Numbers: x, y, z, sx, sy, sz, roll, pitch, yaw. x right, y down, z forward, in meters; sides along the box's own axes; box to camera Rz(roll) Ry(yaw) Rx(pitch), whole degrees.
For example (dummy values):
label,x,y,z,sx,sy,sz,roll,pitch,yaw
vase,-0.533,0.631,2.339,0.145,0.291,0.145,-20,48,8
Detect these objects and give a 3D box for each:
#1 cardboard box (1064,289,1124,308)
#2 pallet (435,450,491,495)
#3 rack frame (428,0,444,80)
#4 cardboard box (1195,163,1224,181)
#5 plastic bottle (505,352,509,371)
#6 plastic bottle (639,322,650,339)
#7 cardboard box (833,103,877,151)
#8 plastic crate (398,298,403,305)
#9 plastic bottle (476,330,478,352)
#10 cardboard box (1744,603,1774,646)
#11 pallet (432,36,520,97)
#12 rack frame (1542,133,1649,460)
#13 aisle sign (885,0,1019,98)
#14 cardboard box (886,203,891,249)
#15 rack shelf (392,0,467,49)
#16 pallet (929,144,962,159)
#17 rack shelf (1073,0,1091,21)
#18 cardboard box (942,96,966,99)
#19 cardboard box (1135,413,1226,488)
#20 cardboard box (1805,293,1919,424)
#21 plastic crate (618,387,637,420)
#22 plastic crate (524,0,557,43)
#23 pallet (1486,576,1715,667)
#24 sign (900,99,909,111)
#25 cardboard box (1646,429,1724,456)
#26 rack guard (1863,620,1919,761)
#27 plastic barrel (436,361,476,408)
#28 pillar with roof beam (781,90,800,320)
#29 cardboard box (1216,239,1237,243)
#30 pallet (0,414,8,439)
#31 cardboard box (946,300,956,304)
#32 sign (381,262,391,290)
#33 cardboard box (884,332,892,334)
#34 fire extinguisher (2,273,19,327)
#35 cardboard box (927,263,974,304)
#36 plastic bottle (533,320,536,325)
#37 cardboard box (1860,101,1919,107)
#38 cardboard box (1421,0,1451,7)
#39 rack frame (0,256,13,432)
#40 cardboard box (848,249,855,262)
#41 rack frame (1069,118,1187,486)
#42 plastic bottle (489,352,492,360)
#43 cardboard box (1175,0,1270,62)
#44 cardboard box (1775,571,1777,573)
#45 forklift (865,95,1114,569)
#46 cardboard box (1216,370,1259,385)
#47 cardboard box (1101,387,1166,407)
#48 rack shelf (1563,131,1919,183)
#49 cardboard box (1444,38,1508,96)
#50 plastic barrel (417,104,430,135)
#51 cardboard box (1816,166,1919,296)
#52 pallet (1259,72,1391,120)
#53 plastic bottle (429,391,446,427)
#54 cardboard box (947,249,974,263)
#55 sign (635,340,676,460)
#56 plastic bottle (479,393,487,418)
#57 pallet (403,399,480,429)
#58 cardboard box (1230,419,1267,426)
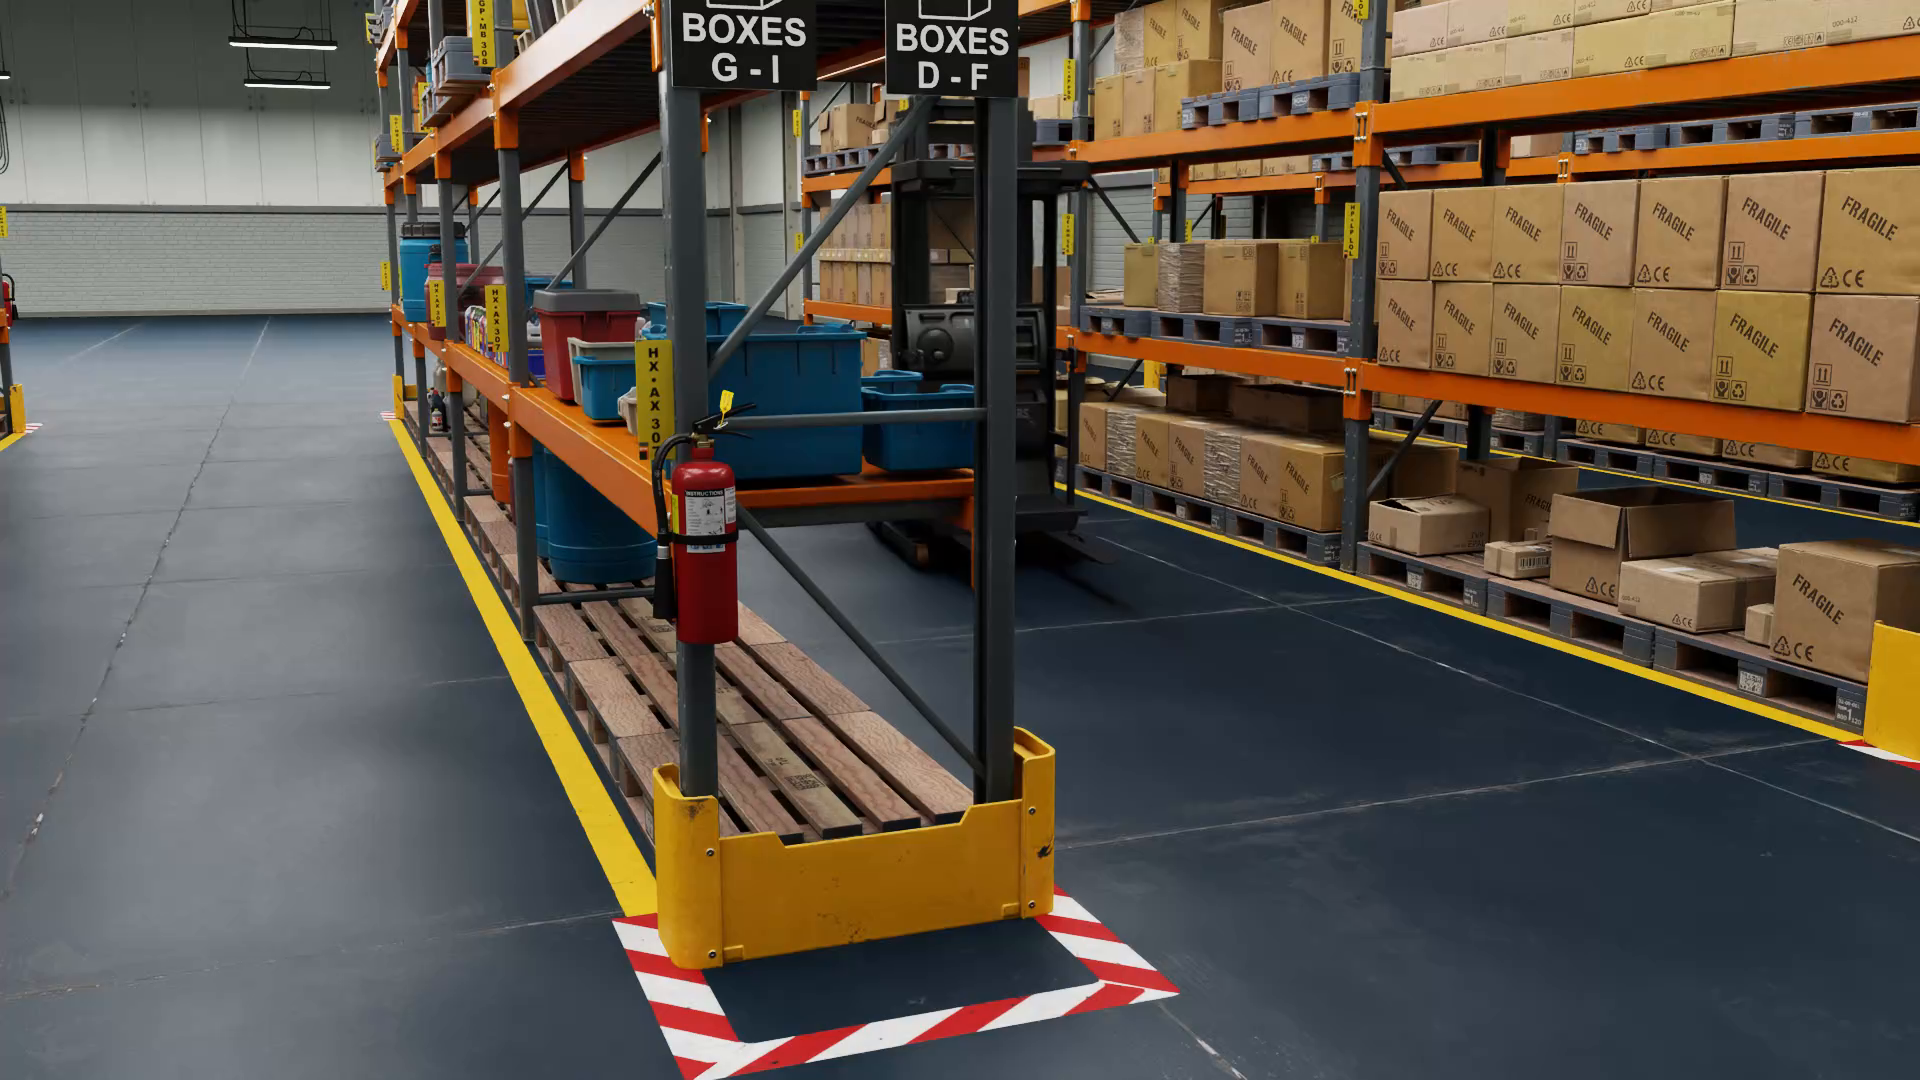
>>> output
label,x,y,z,sx,sy,sz,roll,pitch,yaw
cardboard box,1.253,-2.072,14.757,0.500,0.311,0.500,-4,11,-22
pallet,-3.905,-0.599,14.182,1.003,0.211,1.213,-4,11,-21
rack frame,-3.222,-4.597,11.570,1.000,3.000,0.127,-4,11,-21
cardboard box,3.354,-4.869,21.322,0.500,0.500,0.500,-3,11,-18
plastic bottle,-2.477,-1.126,9.326,0.144,0.351,0.185,-4,11,-21
plastic bottle,-1.718,-1.089,9.333,0.152,0.276,0.135,-4,11,-21
cardboard box,-1.156,-4.777,19.259,0.500,0.500,0.500,-4,11,-21
plastic crate,-6.096,-2.653,18.524,0.298,0.136,0.250,-4,11,-21
plastic bottle,-3.134,-1.337,10.938,0.097,0.201,0.097,0,10,0
cardboard box,3.806,0.382,7.543,0.380,0.166,0.250,-4,11,-21
pallet,-2.147,-2.496,8.864,1.213,0.211,1.003,-4,11,-21
rack frame,6.012,-2.272,15.630,1.000,3.000,0.127,-4,11,-21
aisle sign,-0.020,-1.625,4.567,0.394,0.787,0.004,-4,11,-21
cardboard box,-0.404,-3.453,18.276,0.700,0.500,0.500,-4,11,-21
rack shelf,-3.947,-4.373,13.504,1.077,0.370,4.000,-4,11,-21
pallet,0.278,-3.850,16.479,0.805,0.209,1.217,-4,11,-23
rack shelf,2.121,-4.034,11.597,1.077,0.370,4.000,-4,11,-21
cardboard box,0.133,-4.486,16.598,0.500,0.500,0.500,-4,11,-20
cardboard box,1.667,-0.684,12.580,0.500,0.500,0.500,-4,11,-22
cardboard box,3.879,-0.757,6.824,0.500,0.500,0.500,-4,11,-19
plastic crate,-1.127,-0.499,6.239,0.298,0.136,0.250,-4,11,-21
plastic crate,-1.578,-2.183,6.936,0.497,0.269,0.590,-4,11,-21
pallet,3.540,0.380,8.681,1.003,0.211,1.213,-4,11,-21
sign,-0.570,-4.345,17.016,0.100,0.325,0.005,-4,11,-21
cardboard box,6.468,-1.149,14.254,0.750,0.750,0.750,-4,11,-21
rack guard,4.268,0.567,6.807,1.175,0.500,0.348,-4,11,-21
plastic barrel,-5.629,-1.747,18.581,0.421,0.512,0.421,0,10,0
pillar with roof beam,-8.537,-10.117,42.599,9.100,9.000,0.548,-4,11,-21
cardboard box,3.555,-3.537,20.969,0.500,0.500,0.500,-4,11,-19
pallet,-10.448,-1.115,17.086,1.003,0.211,1.213,-4,11,-21
cardboard box,0.077,-2.329,16.666,0.380,0.149,0.250,-4,11,-21
sign,-6.635,-3.052,19.220,0.100,0.325,0.005,-4,11,-21
cardboard box,-0.655,-2.255,20.041,0.500,0.500,0.500,-4,11,-21
fire extinguisher,-10.349,-2.645,17.946,0.296,0.674,0.183,-4,11,-21
cardboard box,-0.220,-2.732,17.926,0.700,0.500,0.500,-4,11,-22
plastic bottle,-2.422,-1.124,9.542,0.097,0.271,0.097,0,10,0
cardboard box,7.245,-3.513,12.497,0.700,0.500,0.500,-5,11,-24
cardboard box,3.058,-3.246,9.397,0.700,0.500,0.500,-4,11,-21
rack frame,-10.737,-2.635,17.670,1.000,3.000,0.127,-4,11,-21
cardboard box,-1.093,-3.344,19.517,0.380,0.149,0.250,-4,11,-22
rack frame,1.396,-1.957,13.860,1.000,3.000,0.127,-4,11,-21
plastic bottle,-2.810,-1.276,10.167,0.144,0.351,0.185,-4,11,-21
cardboard box,1.918,-3.738,12.162,0.500,0.500,0.500,-4,11,-21
cardboard box,4.181,0.297,7.780,0.500,0.250,0.500,-4,11,-21
forklift,0.161,-1.337,10.566,1.130,2.935,3.031,-3,10,-15
cardboard box,3.706,-2.230,21.271,0.700,0.500,0.500,-5,11,-24
cardboard box,1.480,-1.191,14.600,0.500,0.311,0.500,-4,11,-19
rack shelf,6.737,-3.069,13.595,1.077,0.370,4.000,-4,11,-21
cardboard box,2.969,-2.531,8.945,0.500,0.250,0.500,-4,11,-21
plastic barrel,-5.589,-4.548,18.120,0.600,0.588,0.600,0,10,0
cardboard box,3.878,-1.248,6.733,0.500,0.500,0.500,-4,11,-21
pallet,2.675,-2.800,10.566,1.213,0.211,1.003,-4,11,-21
plastic bottle,-5.173,-1.296,16.448,0.144,0.351,0.185,-4,11,-22
cardboard box,0.030,-3.035,17.780,0.380,0.149,0.250,-4,11,-21
sign,-0.830,-0.381,4.529,0.100,0.325,0.005,-4,11,-21
plastic bottle,-4.928,-1.417,17.342,0.152,0.276,0.135,-4,11,-21
pallet,-5.760,-1.434,18.881,1.003,0.211,1.213,-4,11,-21
cardboard box,2.337,-0.636,12.311,0.500,0.500,0.500,-4,11,-23
